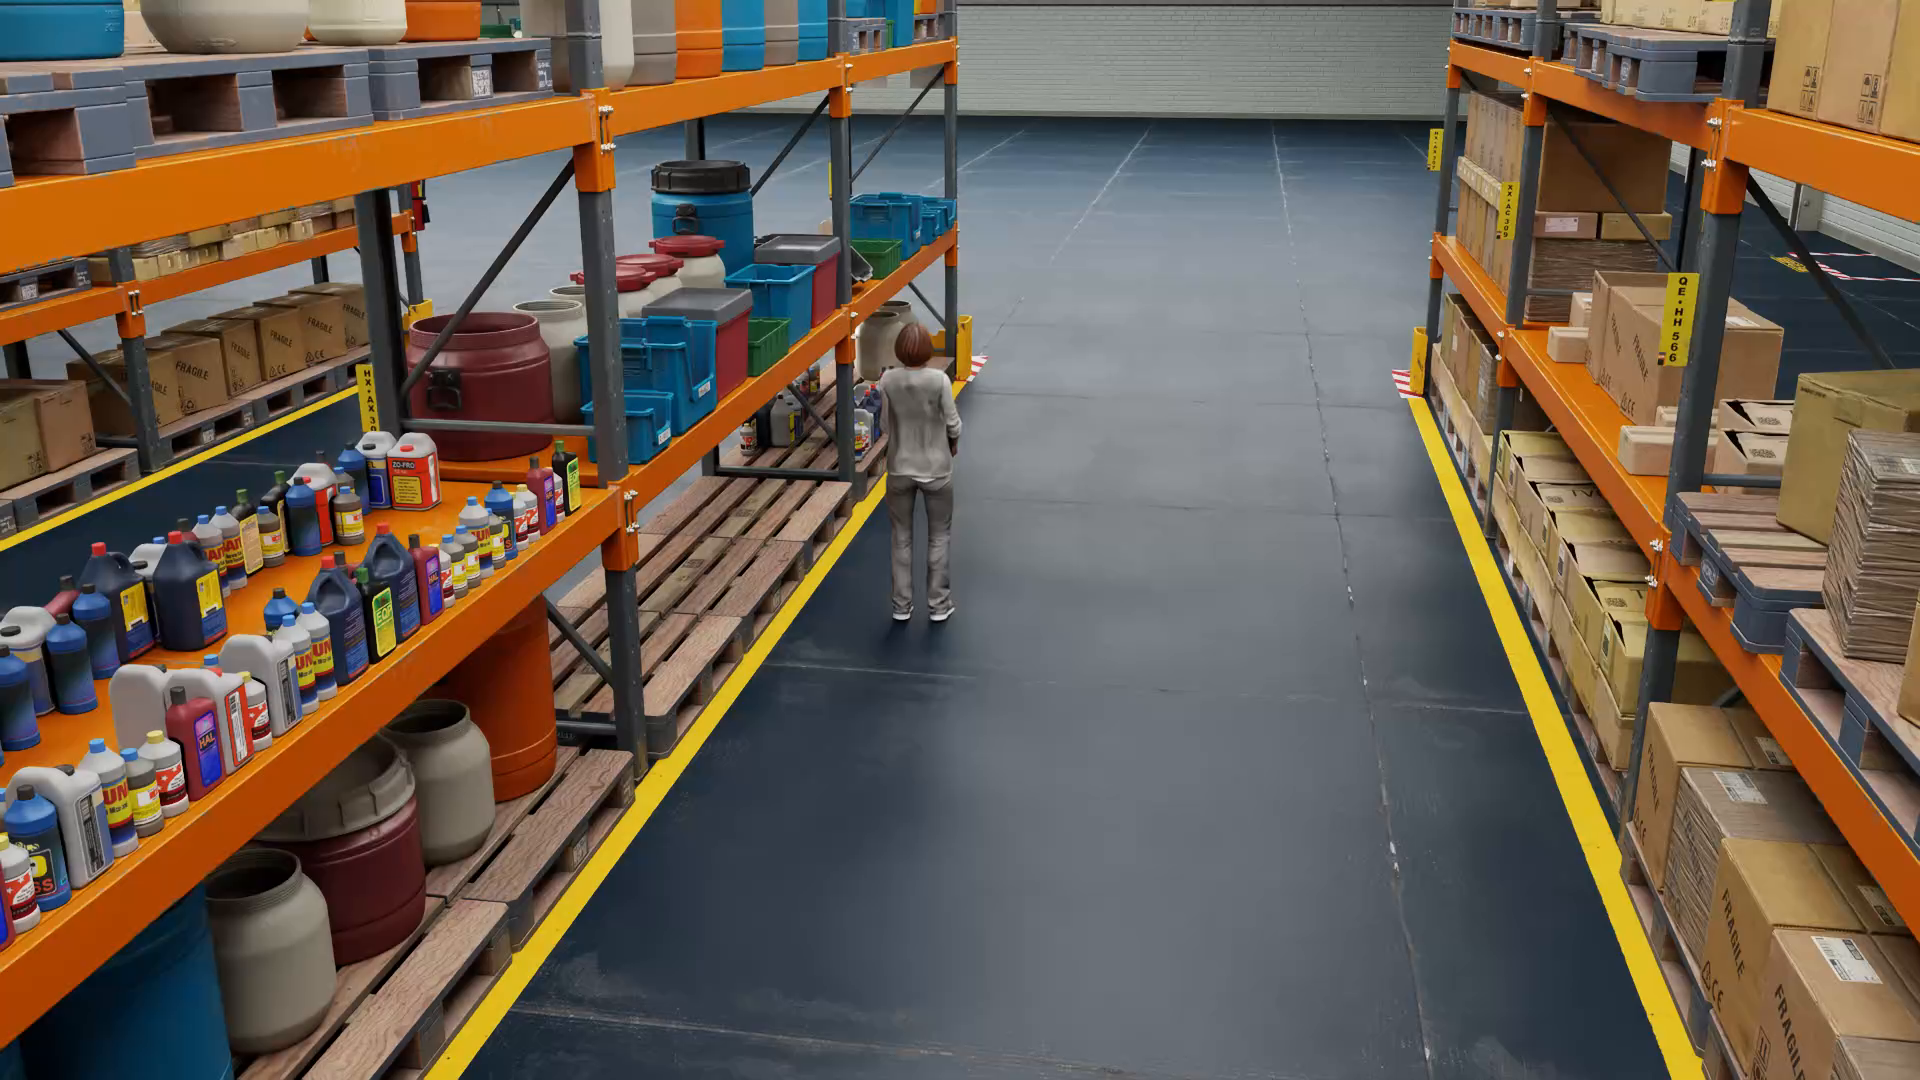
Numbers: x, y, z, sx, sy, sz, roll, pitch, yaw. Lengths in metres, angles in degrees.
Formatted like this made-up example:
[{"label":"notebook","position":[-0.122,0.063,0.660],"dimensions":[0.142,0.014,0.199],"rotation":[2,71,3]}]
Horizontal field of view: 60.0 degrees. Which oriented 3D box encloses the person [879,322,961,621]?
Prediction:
[{"label":"person","position":[-0.201,-0.370,8.693],"dimensions":[0.425,1.596,0.489],"rotation":[3,18,9]}]
